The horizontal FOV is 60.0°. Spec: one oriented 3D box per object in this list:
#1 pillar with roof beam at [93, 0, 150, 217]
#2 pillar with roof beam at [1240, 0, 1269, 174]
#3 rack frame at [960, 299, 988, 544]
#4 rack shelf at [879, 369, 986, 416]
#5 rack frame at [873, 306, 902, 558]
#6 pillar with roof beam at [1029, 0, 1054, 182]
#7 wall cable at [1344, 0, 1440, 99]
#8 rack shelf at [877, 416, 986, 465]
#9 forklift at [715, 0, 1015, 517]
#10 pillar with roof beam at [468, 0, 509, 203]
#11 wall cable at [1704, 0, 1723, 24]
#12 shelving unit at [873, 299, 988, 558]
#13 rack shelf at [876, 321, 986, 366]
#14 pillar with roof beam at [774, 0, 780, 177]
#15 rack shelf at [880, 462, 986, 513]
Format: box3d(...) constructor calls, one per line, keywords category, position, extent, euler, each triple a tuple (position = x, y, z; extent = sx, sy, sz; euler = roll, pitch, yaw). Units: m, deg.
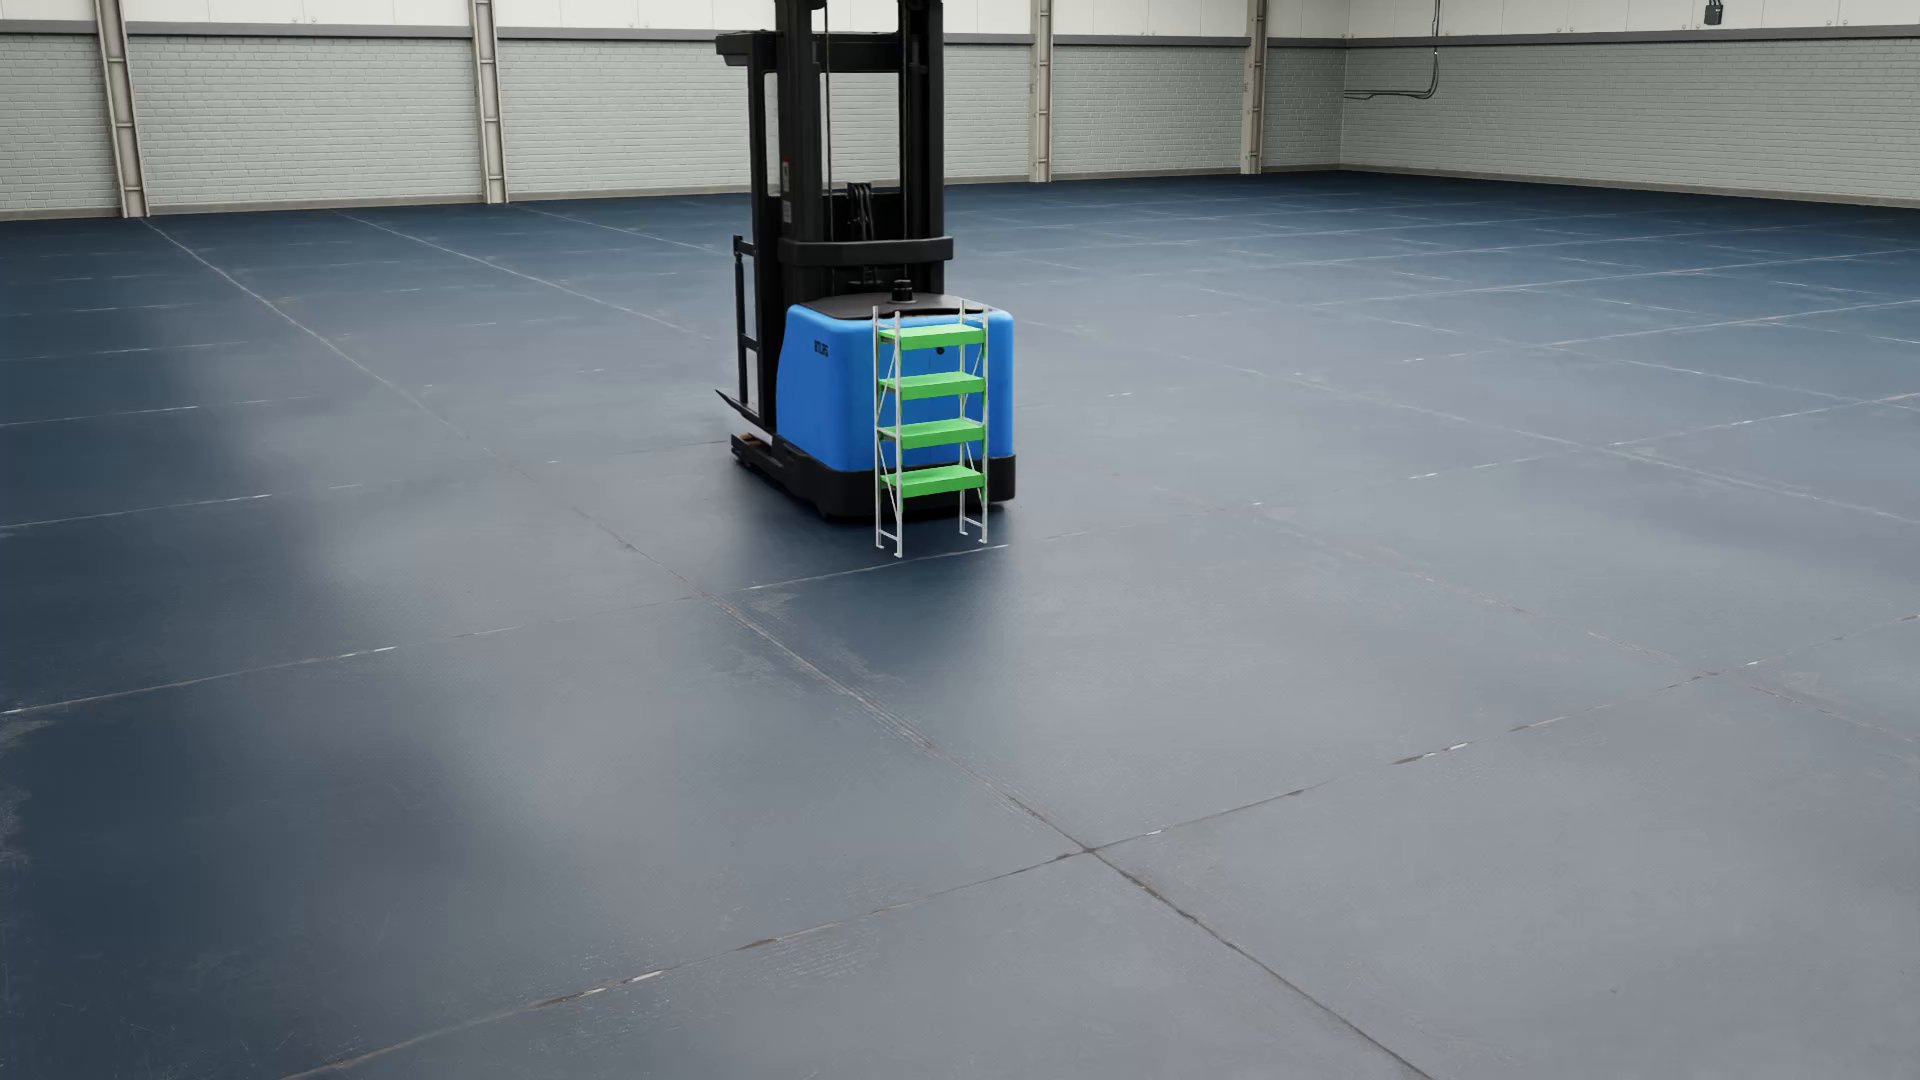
box3d(category="pillar with roof beam", position=(-11.459, -8.710, 22.833), extent=(0.400, 9.000, 9.100), euler=(-9, 18, -30))
box3d(category="pillar with roof beam", position=(9.113, -12.047, 34.734), extent=(0.400, 9.000, 9.100), euler=(-9, 18, -30))
box3d(category="rack frame", position=(0.067, -0.589, 8.308), extent=(0.015, 1.200, 0.240), euler=(-9, 18, -30))
box3d(category="rack shelf", position=(-0.142, -0.724, 8.139), extent=(0.480, 0.148, 0.258), euler=(-9, 18, -30))
box3d(category="rack frame", position=(-0.351, -0.521, 8.066), extent=(0.015, 1.200, 0.240), euler=(-9, 18, -30))
box3d(category="pillar with roof beam", position=(3.970, -11.213, 31.759), extent=(0.400, 9.000, 9.100), euler=(-9, 18, -30))
box3d(category="wall cable", position=(10.103, -11.651, 39.076), extent=(0.112, 2.526, 3.097), euler=(-9, 18, -30))
box3d(category="rack shelf", position=(-0.142, -0.493, 8.204), extent=(0.480, 0.148, 0.258), euler=(-9, 18, -30))
box3d(category="forklift", position=(-0.748, -1.882, 9.714), extent=(1.130, 2.935, 3.031), euler=(-7, 17, -22))
box3d(category="pillar with roof beam", position=(-6.316, -9.545, 25.808), extent=(0.400, 9.000, 9.100), euler=(-9, 18, -30))
box3d(category="wall cable", position=(14.978, -12.585, 30.354), extent=(0.169, 6.003, 2.305), euler=(-9, 18, -30))
box3d(category="shelving unit", position=(-0.142, -0.555, 8.187), extent=(0.503, 1.200, 0.258), euler=(-9, 18, -30))
box3d(category="rack shelf", position=(-0.142, -0.955, 8.075), extent=(0.480, 0.148, 0.258), euler=(-9, 18, -30))
box3d(category="pillar with roof beam", position=(-1.173, -10.379, 28.783), extent=(0.400, 9.000, 9.100), euler=(-9, 18, -30))
box3d(category="rack shelf", position=(-0.142, -0.262, 8.269), extent=(0.480, 0.148, 0.258), euler=(-9, 18, -30))
